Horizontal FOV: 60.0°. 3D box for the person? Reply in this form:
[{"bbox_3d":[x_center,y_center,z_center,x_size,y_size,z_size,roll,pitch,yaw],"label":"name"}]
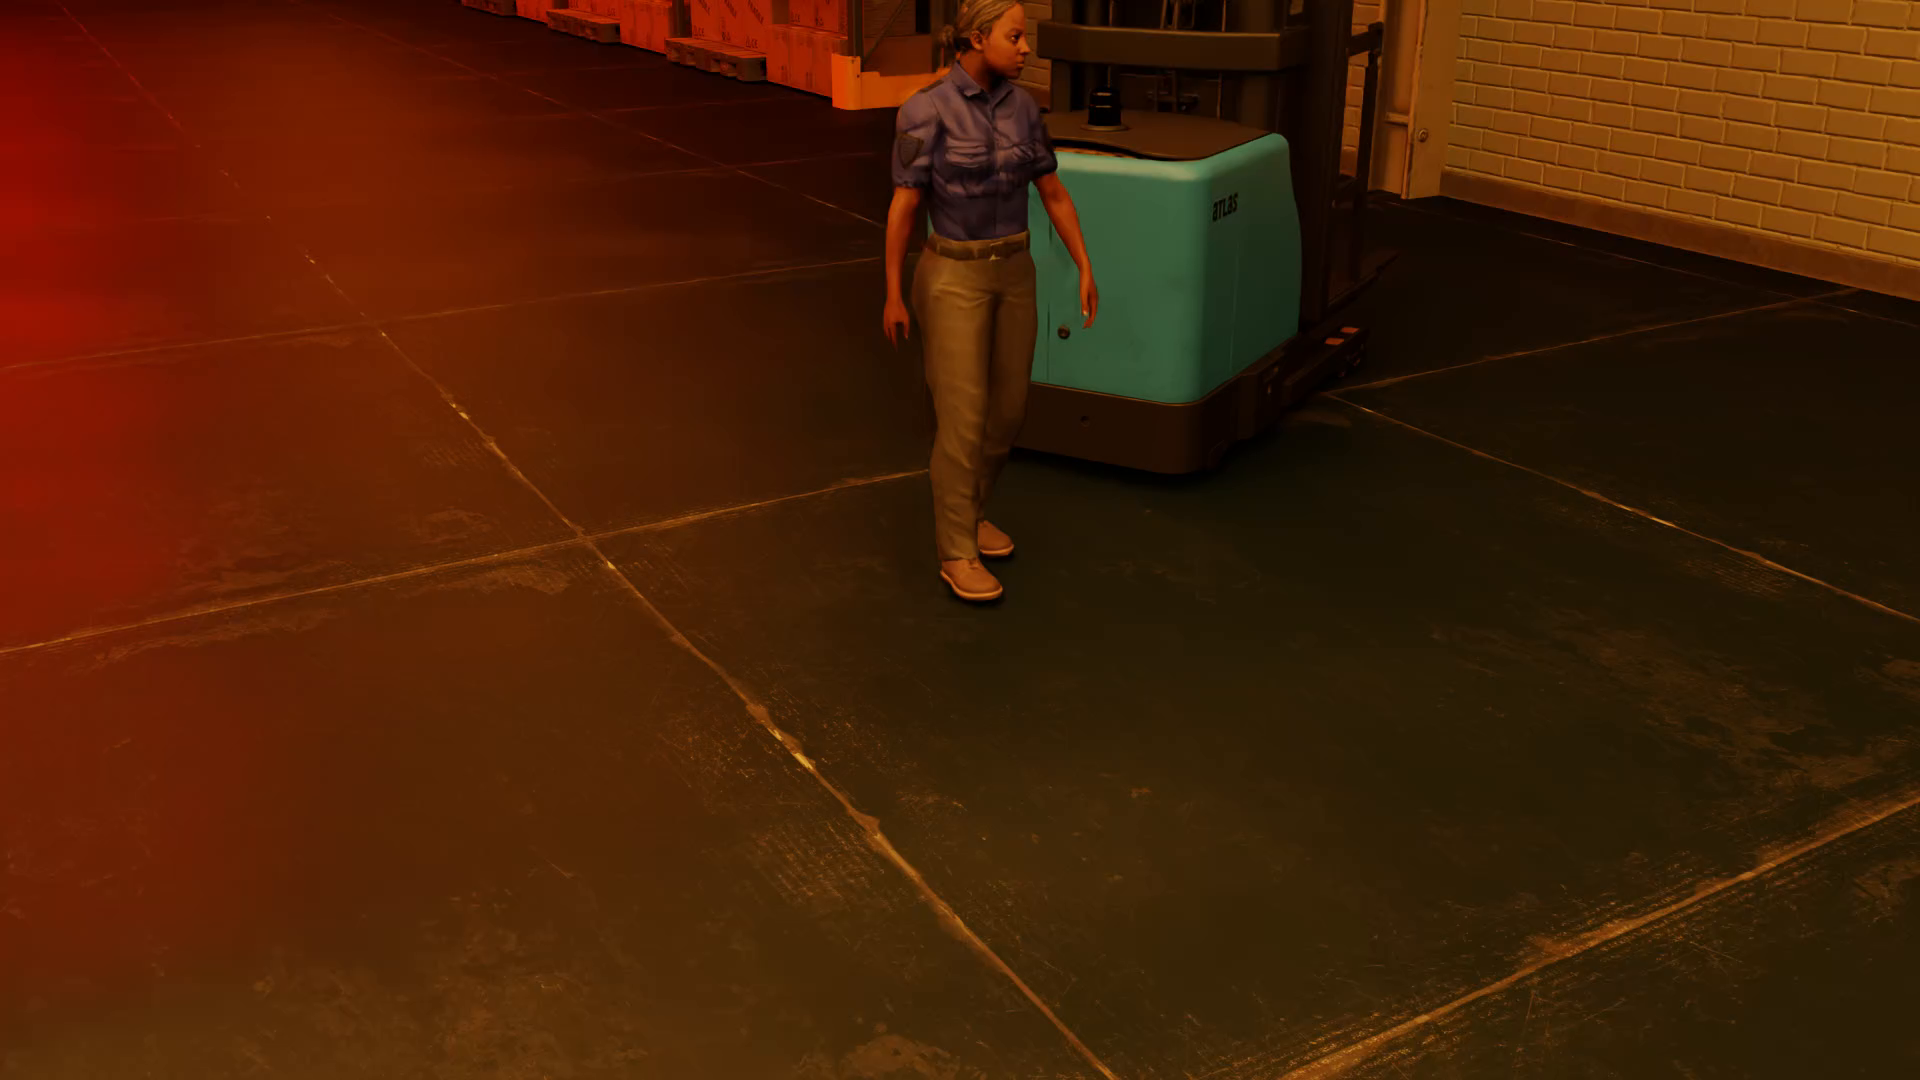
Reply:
[{"bbox_3d":[0.102,-0.695,4.676,0.597,1.638,0.563,-16,27,-34],"label":"person"}]

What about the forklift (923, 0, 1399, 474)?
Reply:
[{"bbox_3d":[1.039,-2.087,6.360,1.130,2.935,3.031,12,25,27],"label":"forklift"}]
